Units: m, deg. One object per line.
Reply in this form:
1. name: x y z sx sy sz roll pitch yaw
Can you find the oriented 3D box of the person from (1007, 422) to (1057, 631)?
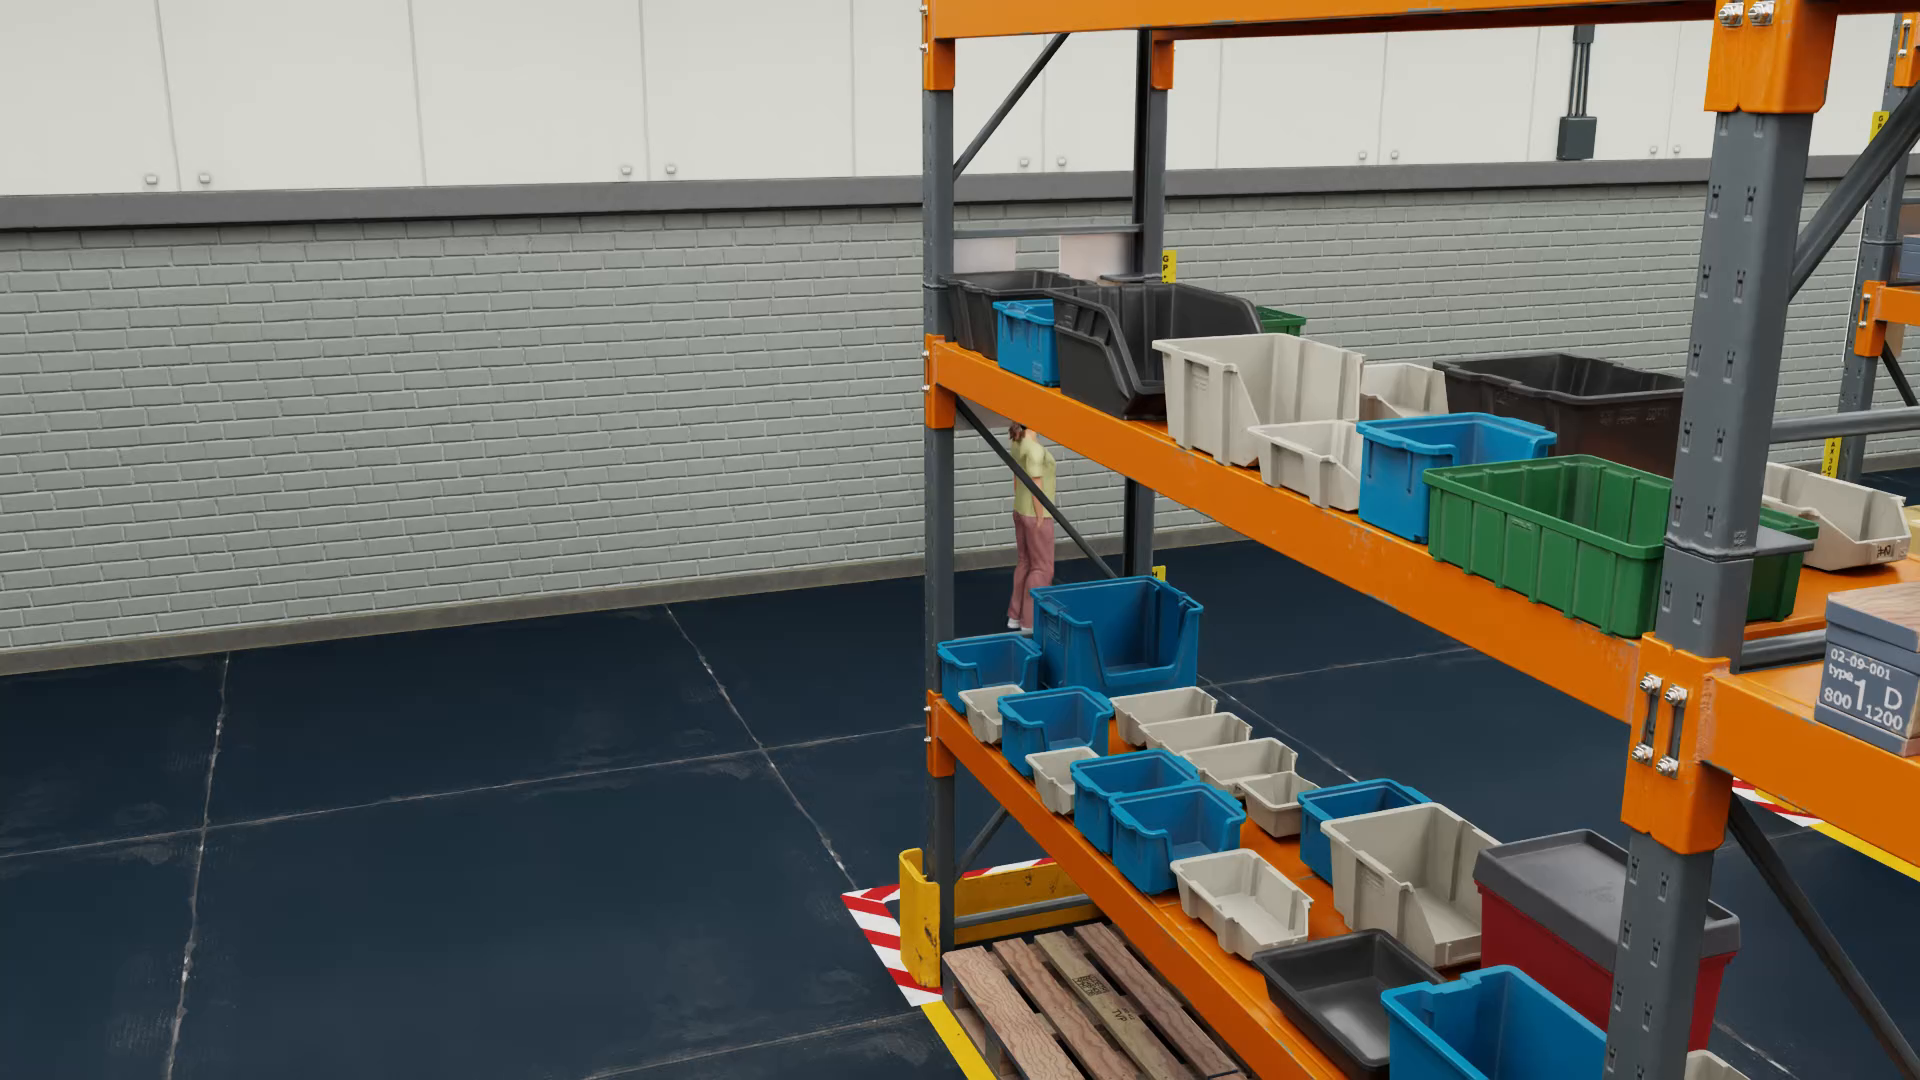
1. person: 0.499 -0.167 11.637 0.367 1.670 0.441 -6 17 -19
